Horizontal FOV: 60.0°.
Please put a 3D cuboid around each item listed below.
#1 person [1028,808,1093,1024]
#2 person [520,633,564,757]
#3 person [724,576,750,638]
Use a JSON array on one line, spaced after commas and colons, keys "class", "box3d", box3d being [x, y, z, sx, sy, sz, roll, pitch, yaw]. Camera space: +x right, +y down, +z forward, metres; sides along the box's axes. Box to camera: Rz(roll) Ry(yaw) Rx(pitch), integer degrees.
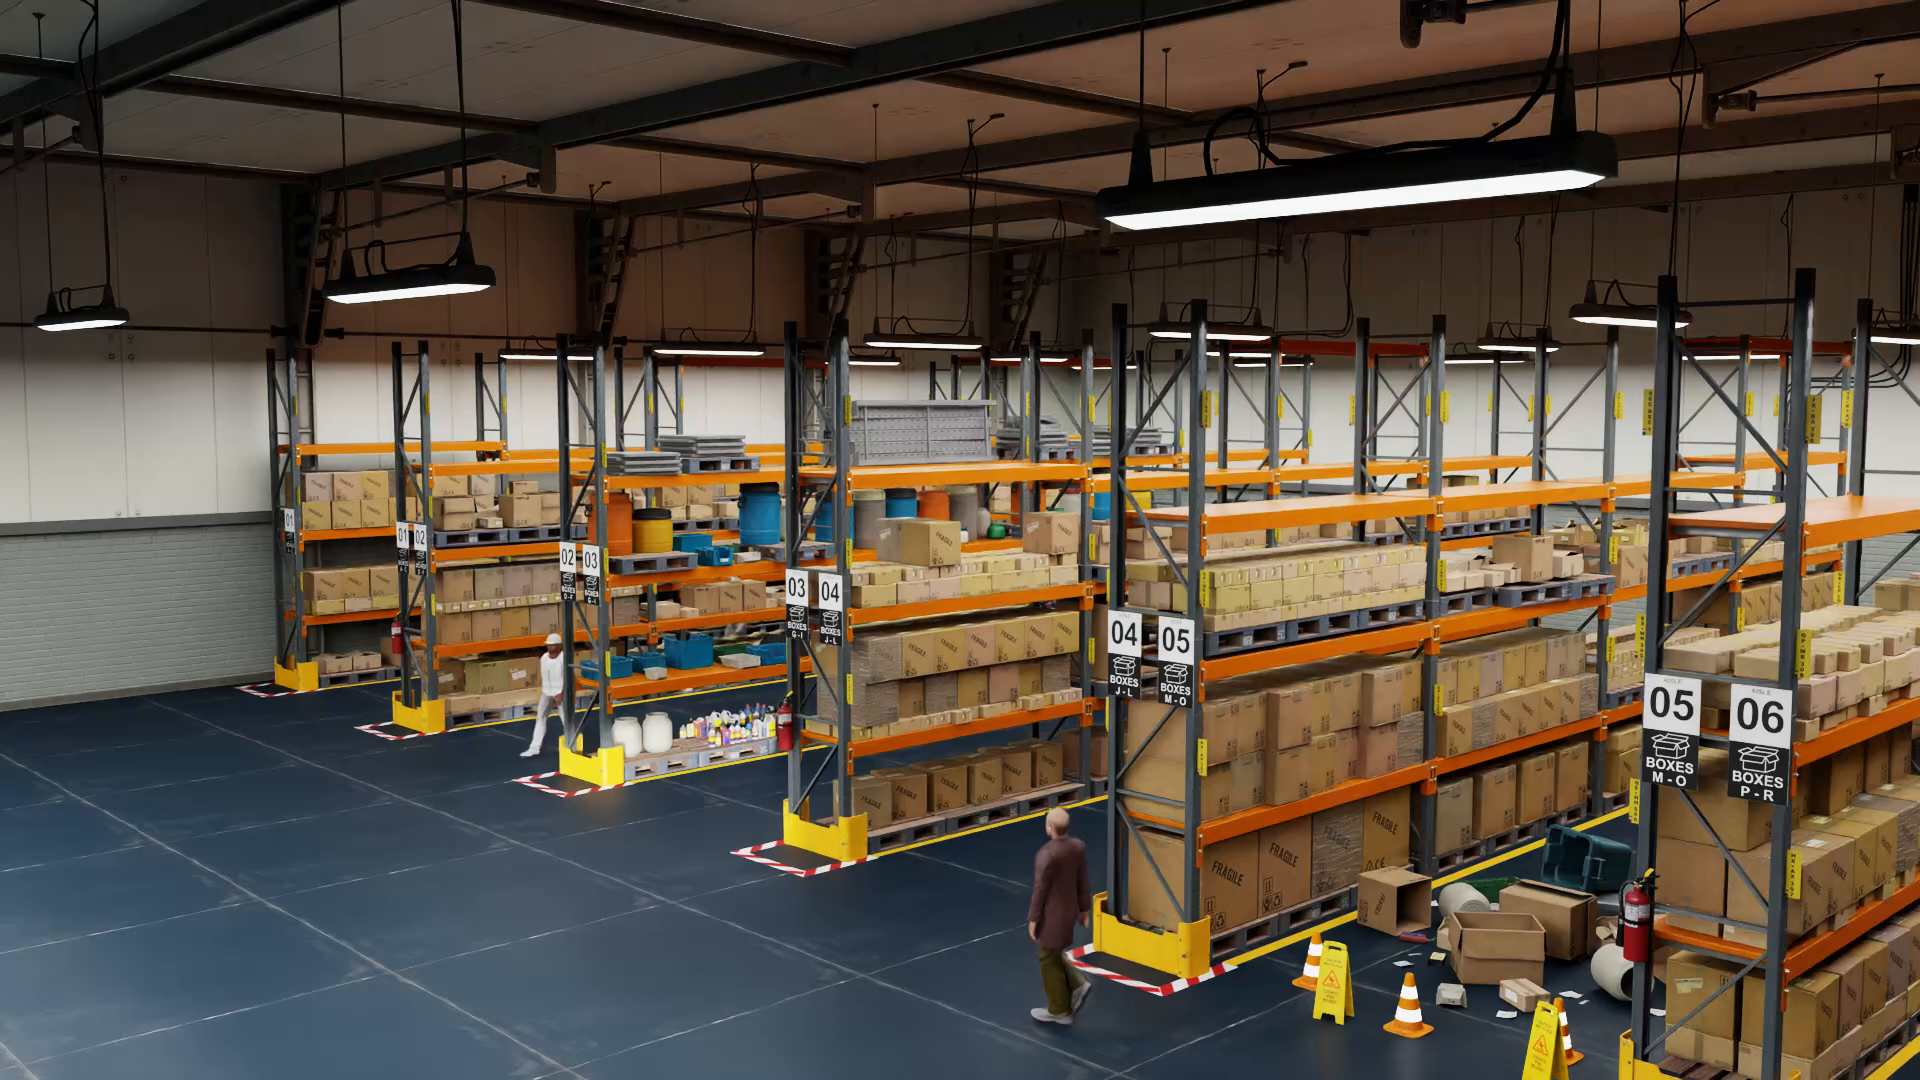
[{"class": "person", "box3d": [0.800, 3.078, 13.650, 0.540, 1.779, 0.580, 2, 6, 26]}, {"class": "person", "box3d": [-5.866, 2.209, 23.938, 0.600, 1.720, 0.917, 2, 5, 17]}, {"class": "person", "box3d": [-4.595, 1.324, 33.977, 0.499, 1.765, 0.557, -3, 6, -27]}]
